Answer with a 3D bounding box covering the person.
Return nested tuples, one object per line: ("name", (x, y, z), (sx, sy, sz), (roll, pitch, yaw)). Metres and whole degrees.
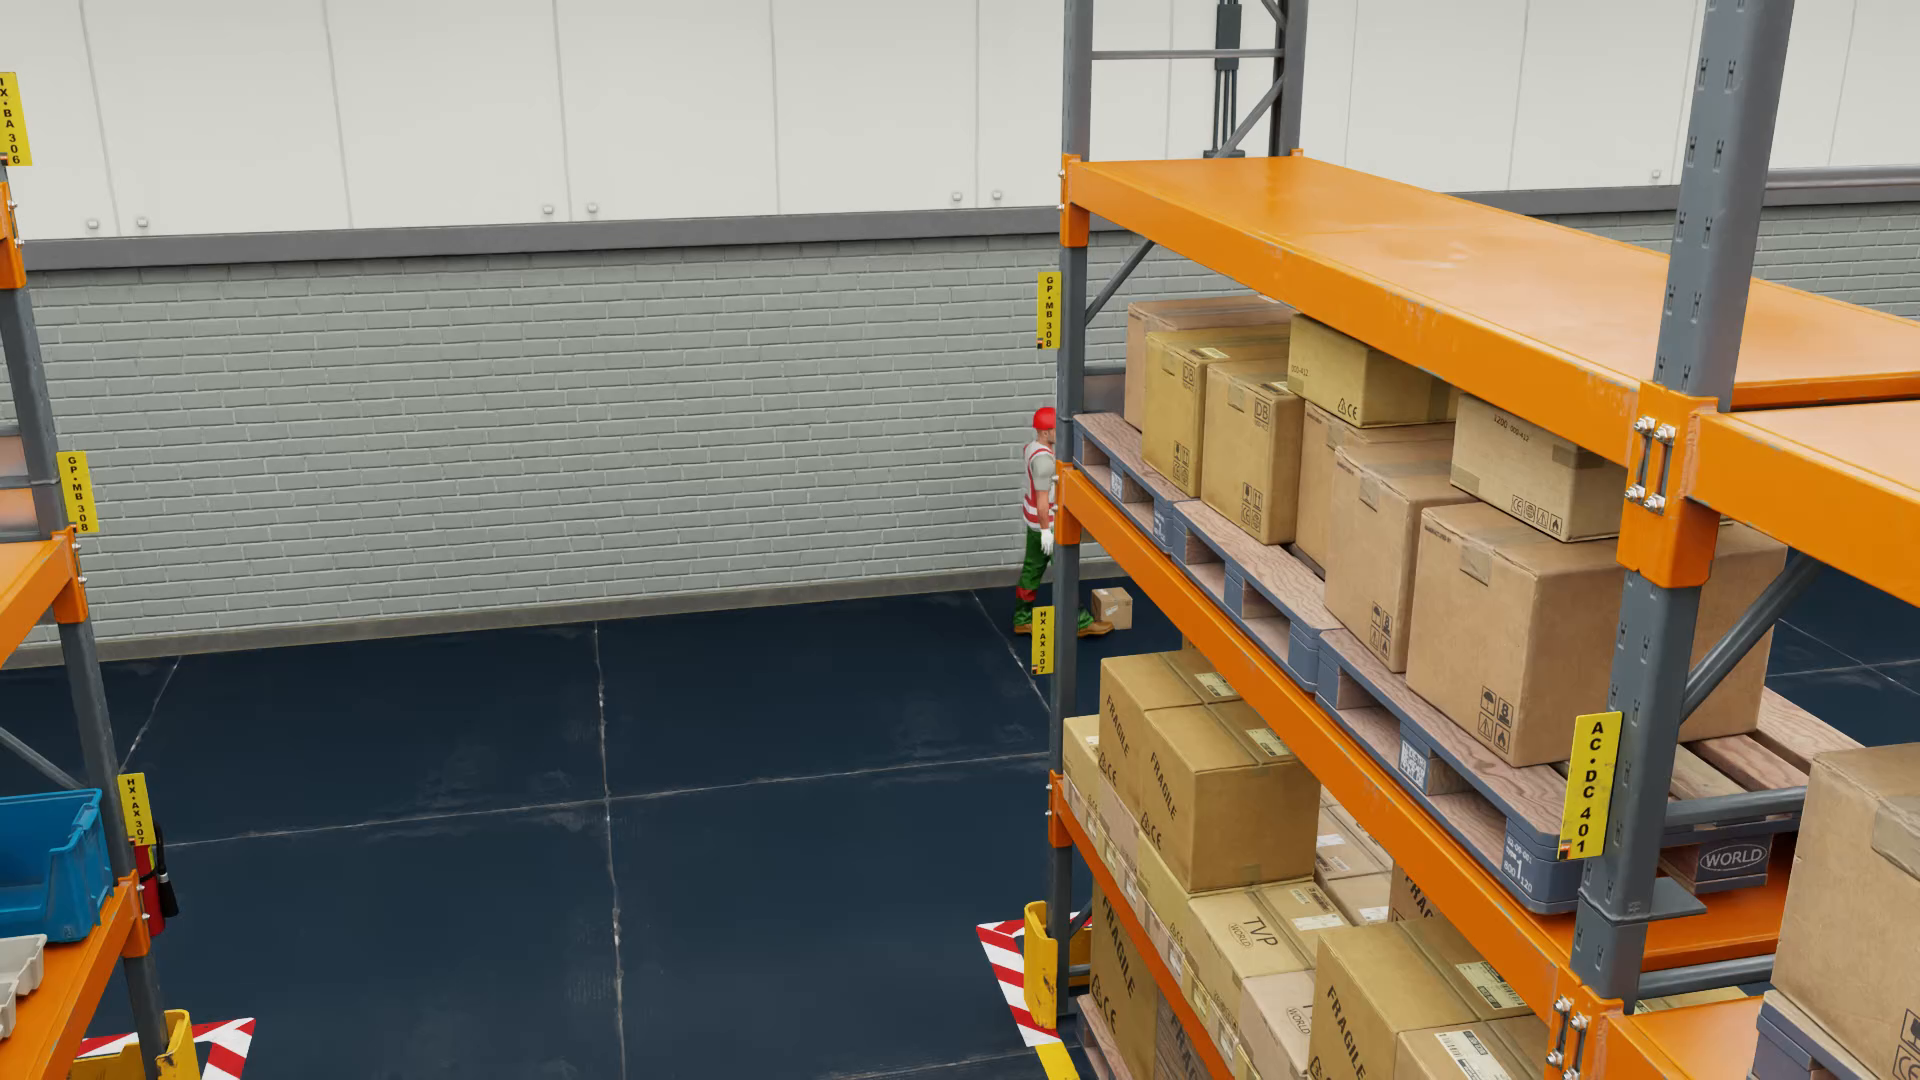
("person", (0.779, -0.133, 12.376), (0.747, 1.774, 0.571), (-3, 20, -8))
